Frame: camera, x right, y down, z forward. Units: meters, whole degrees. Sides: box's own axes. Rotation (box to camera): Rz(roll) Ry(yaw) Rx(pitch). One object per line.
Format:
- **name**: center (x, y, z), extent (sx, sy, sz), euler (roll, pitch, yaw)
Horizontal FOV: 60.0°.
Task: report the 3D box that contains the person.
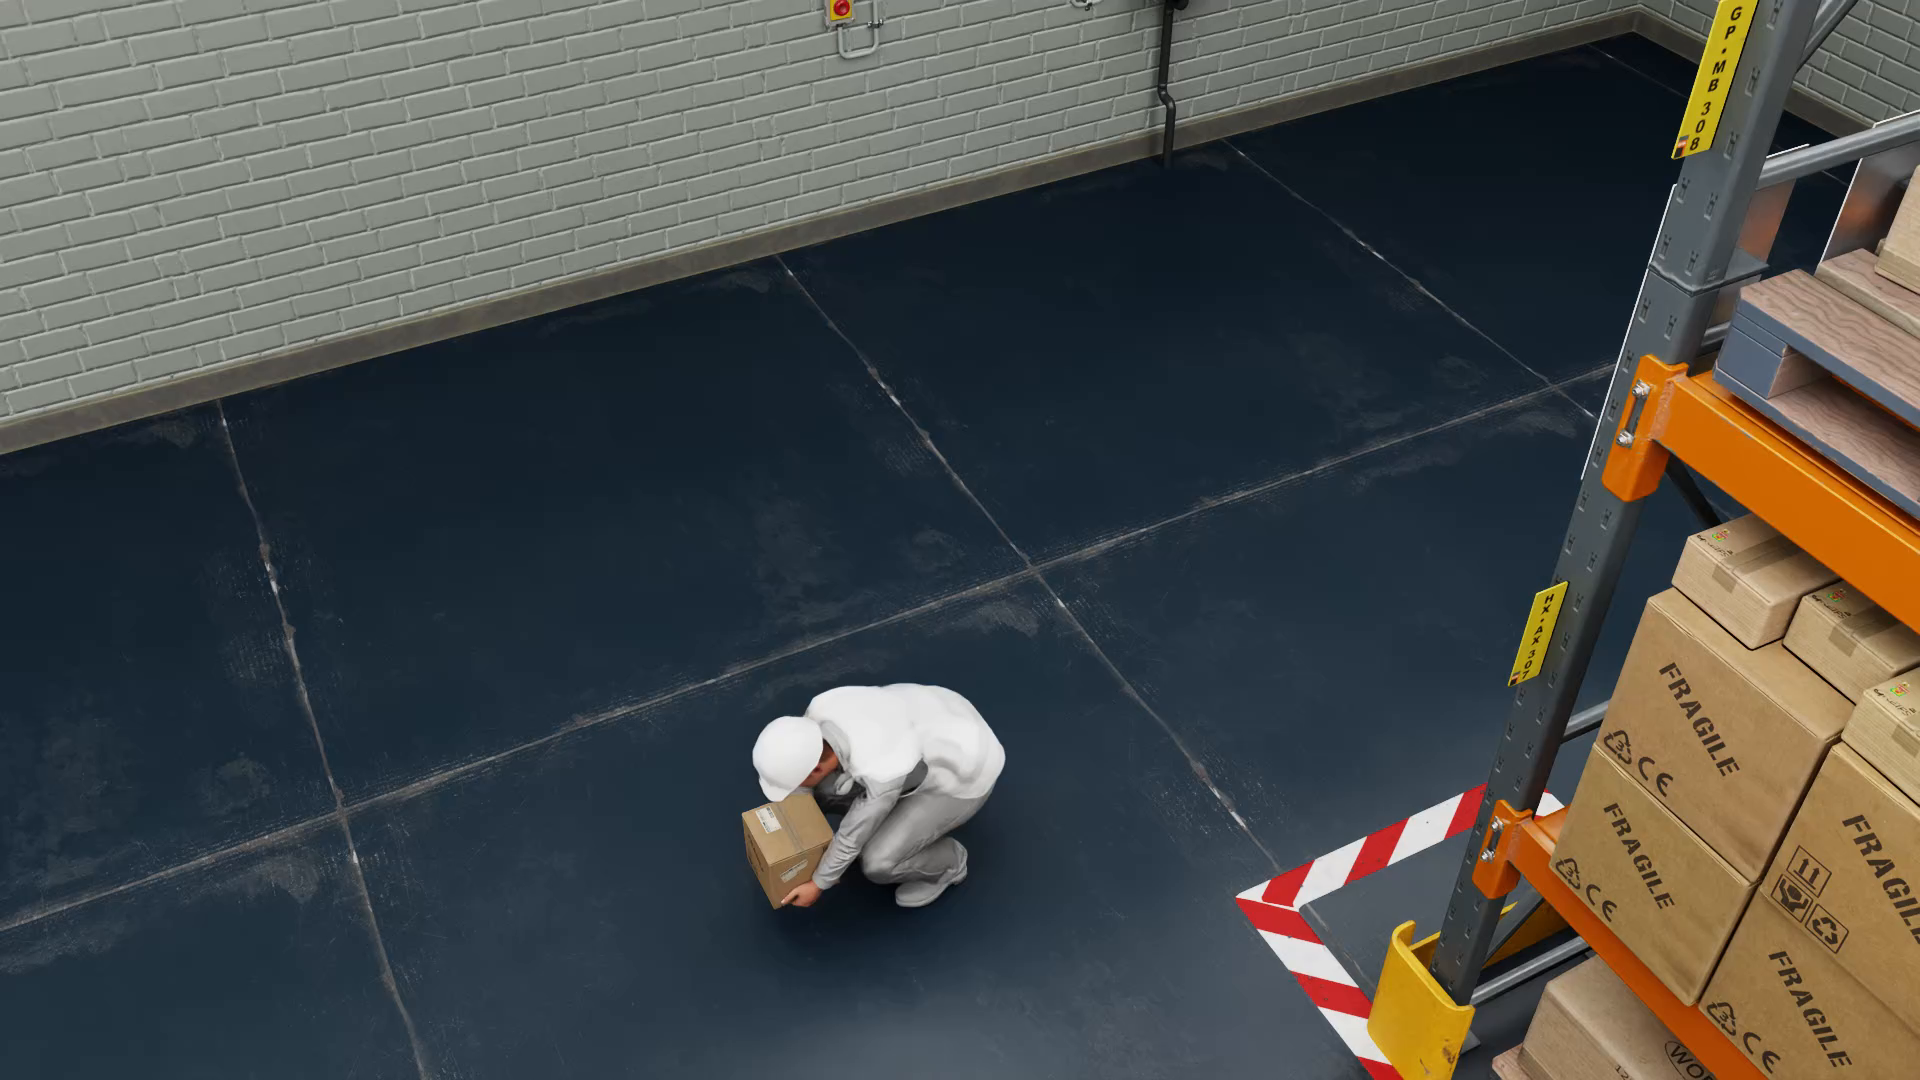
- **person**: center (-0.280, 0.849, 5.753), extent (0.892, 1.008, 0.503), euler (-20, 45, -21)
